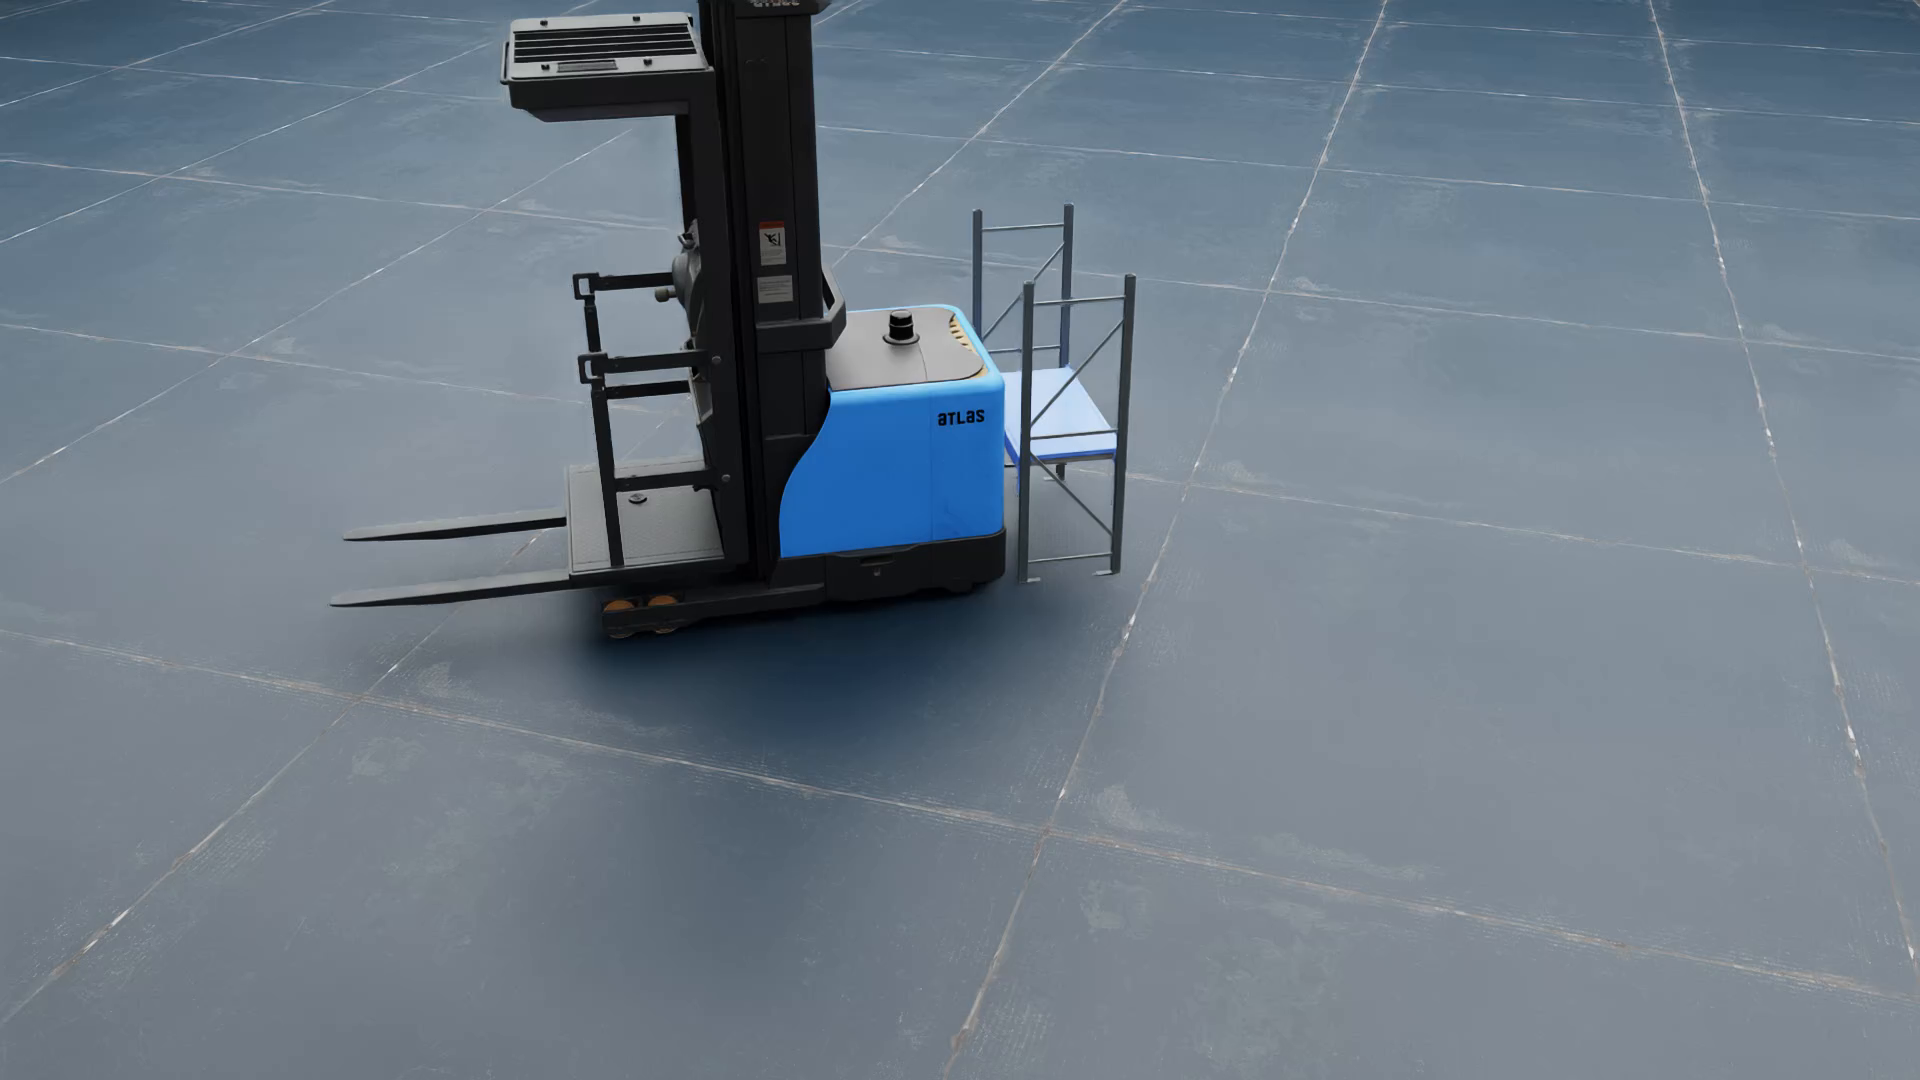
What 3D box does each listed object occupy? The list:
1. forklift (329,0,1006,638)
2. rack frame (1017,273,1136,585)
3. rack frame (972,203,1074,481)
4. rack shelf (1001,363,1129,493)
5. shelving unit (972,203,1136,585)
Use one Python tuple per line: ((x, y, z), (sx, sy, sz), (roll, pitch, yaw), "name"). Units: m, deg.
((-1.359, -1.122, 7.252), (3.031, 2.935, 1.130), (-6, 30, -11), "forklift")
((0.519, -0.477, 7.564), (0.500, 1.500, 0.032), (-6, 30, -10), "rack frame")
((0.308, -0.960, 8.433), (0.500, 1.500, 0.032), (-6, 30, -10), "rack frame")
((0.414, -0.561, 8.086), (0.538, 0.185, 1.000), (-6, 30, -10), "rack shelf")
((0.414, -0.719, 7.999), (0.538, 1.500, 1.048), (-6, 30, -10), "shelving unit")
